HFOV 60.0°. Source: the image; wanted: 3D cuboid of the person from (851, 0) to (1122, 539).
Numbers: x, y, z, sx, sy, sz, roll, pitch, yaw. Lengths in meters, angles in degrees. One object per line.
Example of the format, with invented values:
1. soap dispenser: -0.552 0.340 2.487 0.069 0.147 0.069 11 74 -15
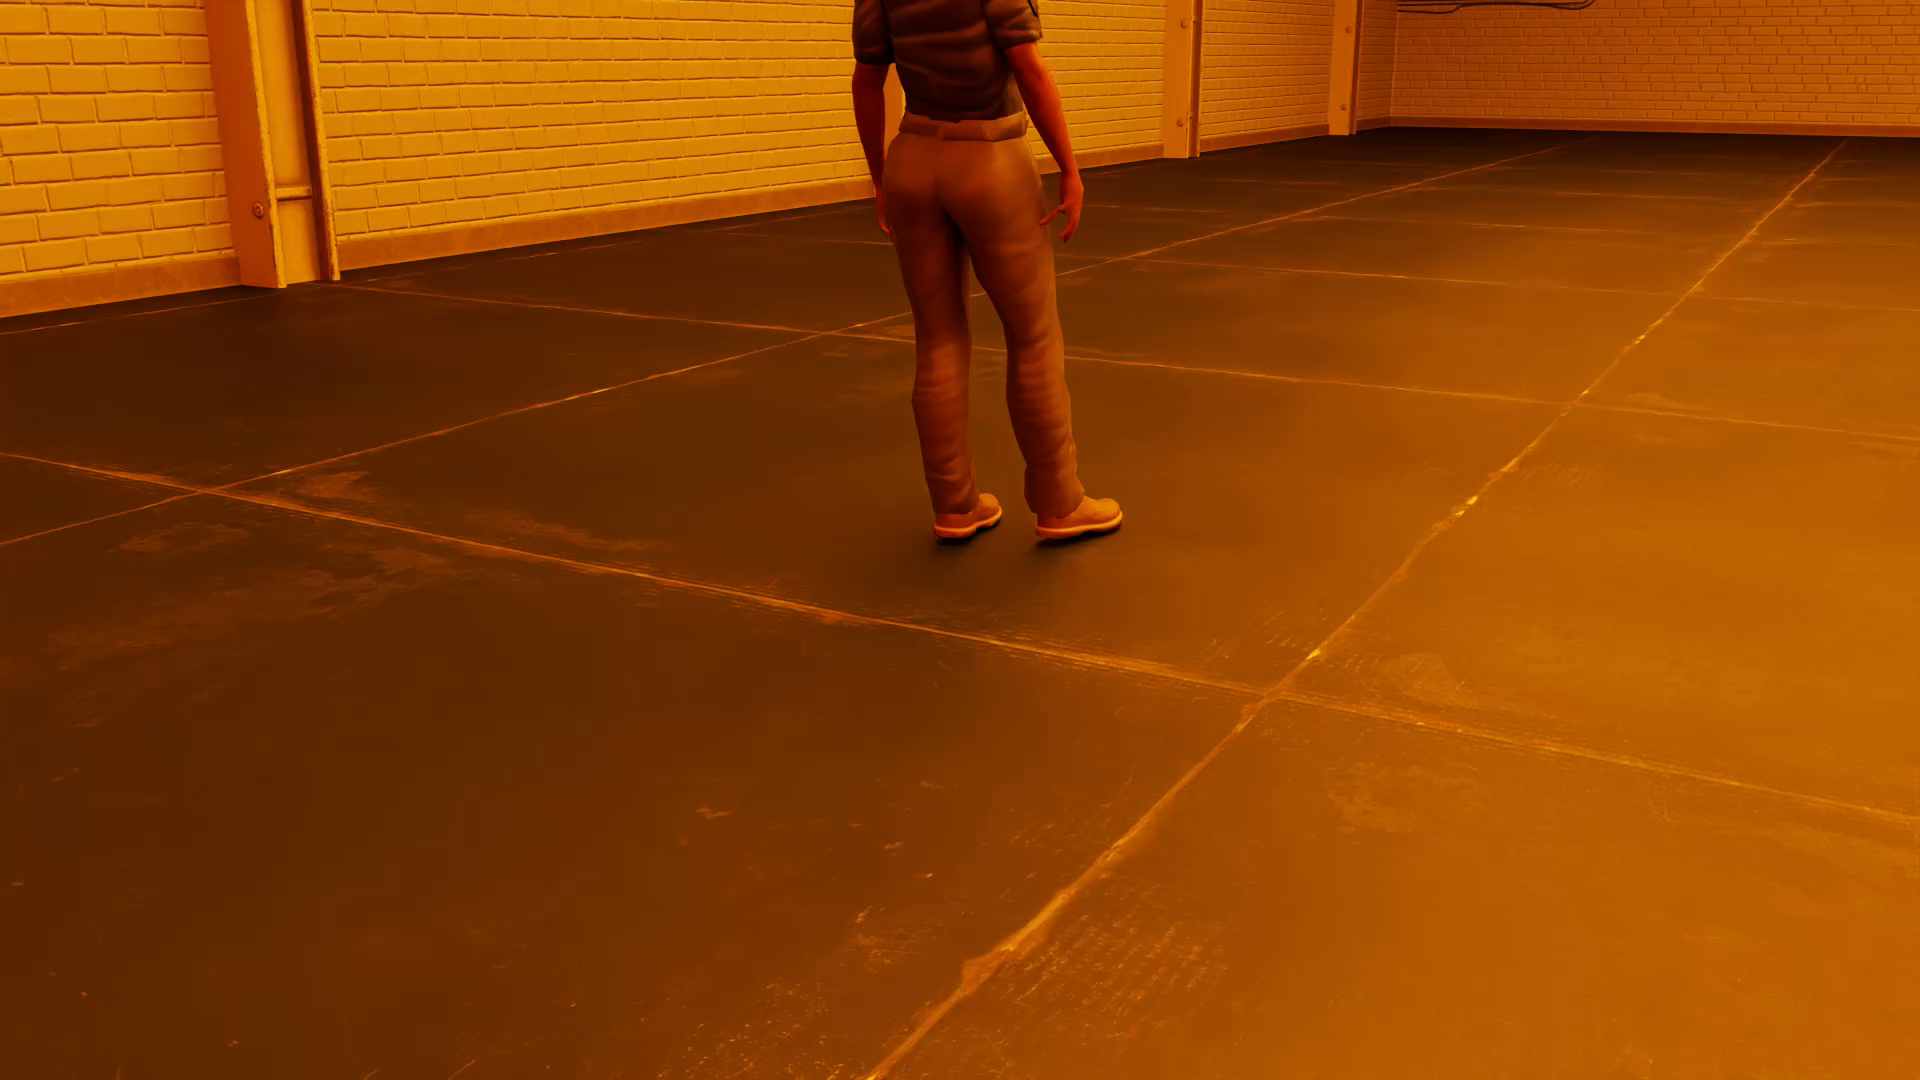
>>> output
1. person: 0.060 -0.819 3.869 0.569 1.654 0.504 9 19 28
